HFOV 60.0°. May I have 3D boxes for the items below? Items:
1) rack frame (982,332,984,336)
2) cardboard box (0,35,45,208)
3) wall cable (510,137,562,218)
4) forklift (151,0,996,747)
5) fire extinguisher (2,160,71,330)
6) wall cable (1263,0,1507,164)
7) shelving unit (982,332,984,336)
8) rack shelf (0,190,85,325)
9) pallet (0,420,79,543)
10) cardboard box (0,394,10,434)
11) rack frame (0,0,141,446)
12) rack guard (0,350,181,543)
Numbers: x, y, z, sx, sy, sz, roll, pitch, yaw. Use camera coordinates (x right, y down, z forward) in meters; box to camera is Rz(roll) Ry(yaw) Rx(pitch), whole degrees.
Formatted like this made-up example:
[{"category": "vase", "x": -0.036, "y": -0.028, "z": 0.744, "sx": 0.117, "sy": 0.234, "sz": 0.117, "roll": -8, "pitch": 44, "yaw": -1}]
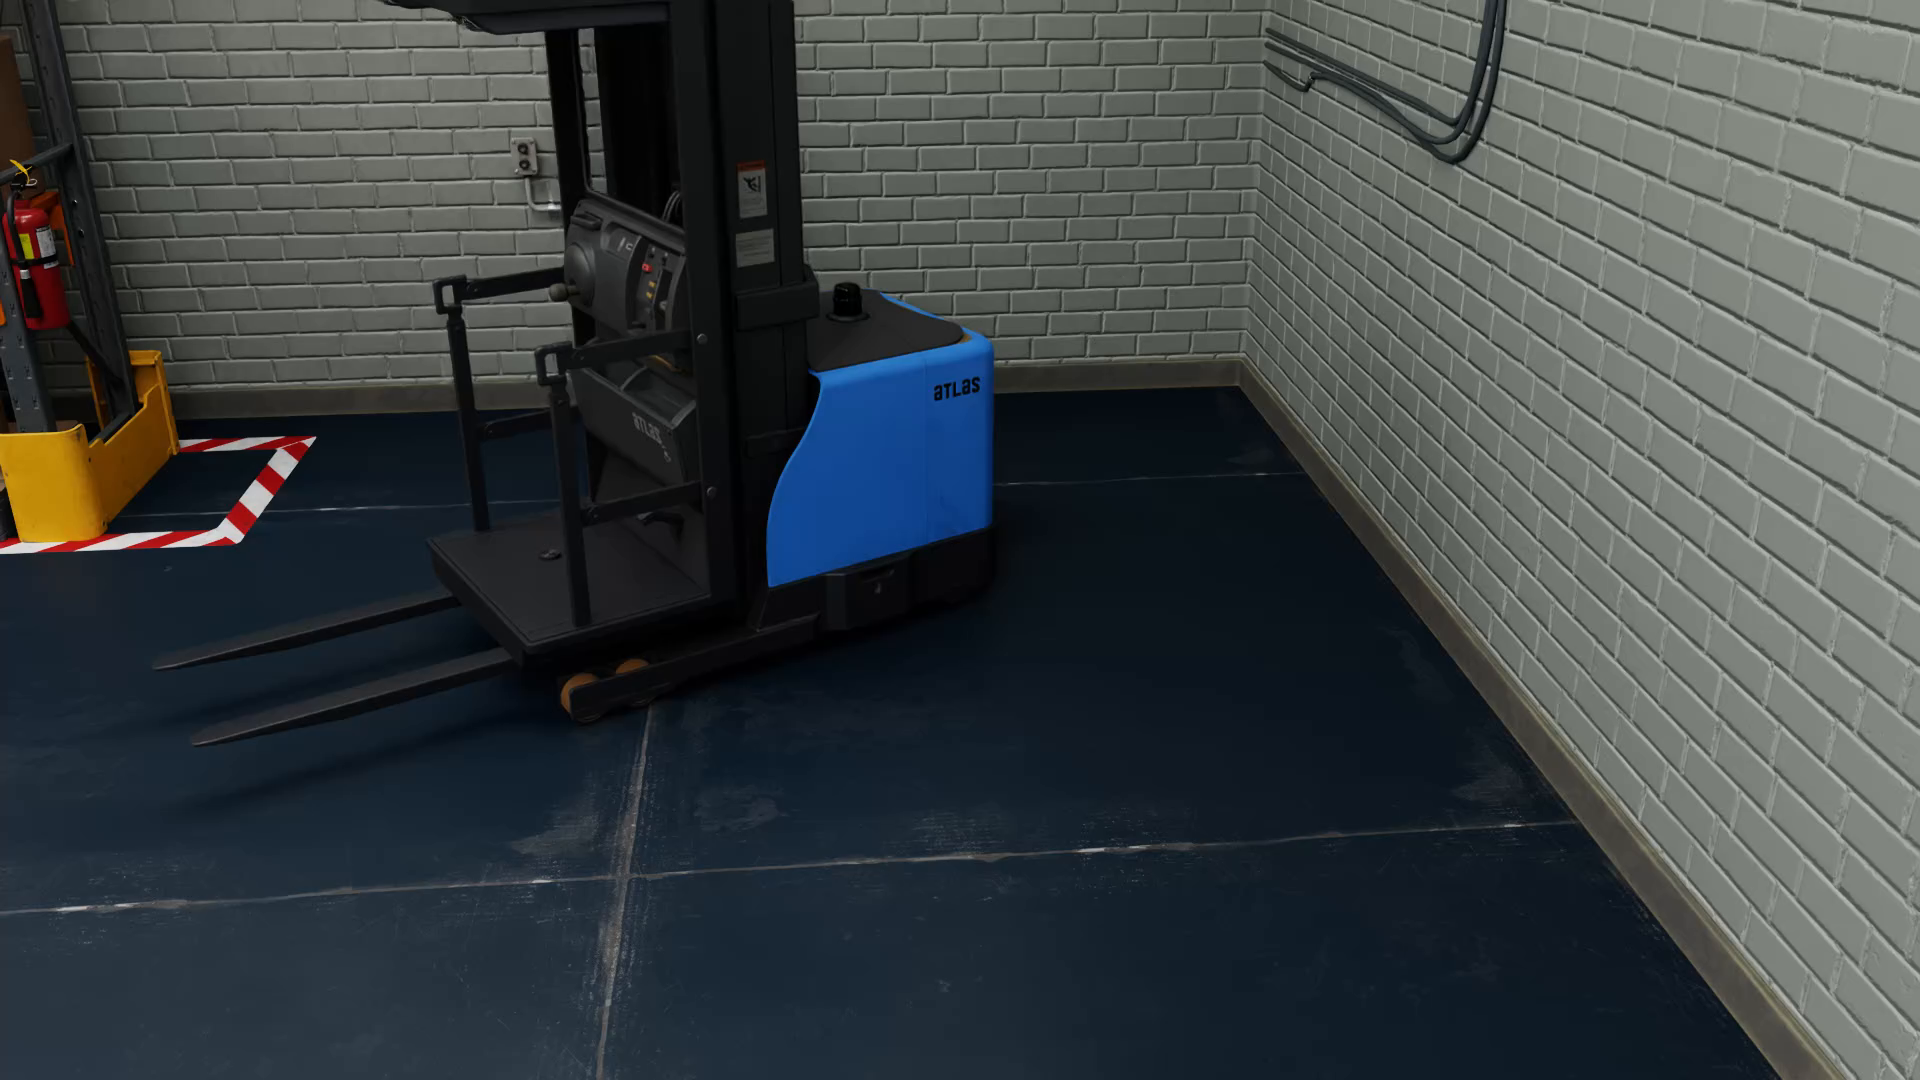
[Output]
[{"category": "rack frame", "x": 0.110, "y": -0.416, "z": 7.079, "sx": 0.006, "sy": 0.900, "sz": 0.240, "roll": -3, "pitch": 24, "yaw": -6}, {"category": "cardboard box", "x": -4.519, "y": -1.709, "z": 7.033, "sx": 0.700, "sy": 0.700, "sz": 0.980, "roll": -1, "pitch": 24, "yaw": -3}, {"category": "wall cable", "x": -2.831, "y": -2.494, "z": 7.918, "sx": 1.851, "sy": 1.984, "sz": 0.084, "roll": -2, "pitch": 24, "yaw": -5}, {"category": "forklift", "x": -1.358, "y": -0.946, "z": 5.771, "sx": 3.031, "sy": 2.935, "sz": 1.130, "roll": -16, "pitch": 28, "yaw": -31}, {"category": "fire extinguisher", "x": -3.817, "y": -1.210, "z": 6.835, "sx": 0.183, "sy": 0.674, "sz": 0.296, "roll": -2, "pitch": 24, "yaw": -5}, {"category": "wall cable", "x": 1.651, "y": -3.001, "z": 6.744, "sx": 0.112, "sy": 2.526, "sz": 3.097, "roll": -2, "pitch": 24, "yaw": -5}, {"category": "shelving unit", "x": 0.009, "y": -0.412, "z": 7.069, "sx": 0.210, "sy": 0.900, "sz": 0.258, "roll": -3, "pitch": 24, "yaw": -6}, {"category": "rack shelf", "x": -6.003, "y": -1.188, "z": 7.116, "sx": 4.000, "sy": 0.370, "sz": 1.077, "roll": -2, "pitch": 24, "yaw": -5}, {"category": "pallet", "x": -4.801, "y": -0.259, "z": 7.573, "sx": 1.213, "sy": 0.211, "sz": 1.003, "roll": -2, "pitch": 24, "yaw": -5}, {"category": "cardboard box", "x": -4.700, "y": -0.578, "z": 7.418, "sx": 0.500, "sy": 0.500, "sz": 0.700, "roll": -2, "pitch": 24, "yaw": -5}, {"category": "rack frame", "x": -4.013, "y": -1.597, "z": 7.149, "sx": 0.127, "sy": 3.000, "sz": 1.000, "roll": -2, "pitch": 24, "yaw": -5}, {"category": "rack guard", "x": -3.989, "y": -0.455, "z": 7.659, "sx": 0.348, "sy": 0.500, "sz": 1.175, "roll": -2, "pitch": 24, "yaw": -5}]
